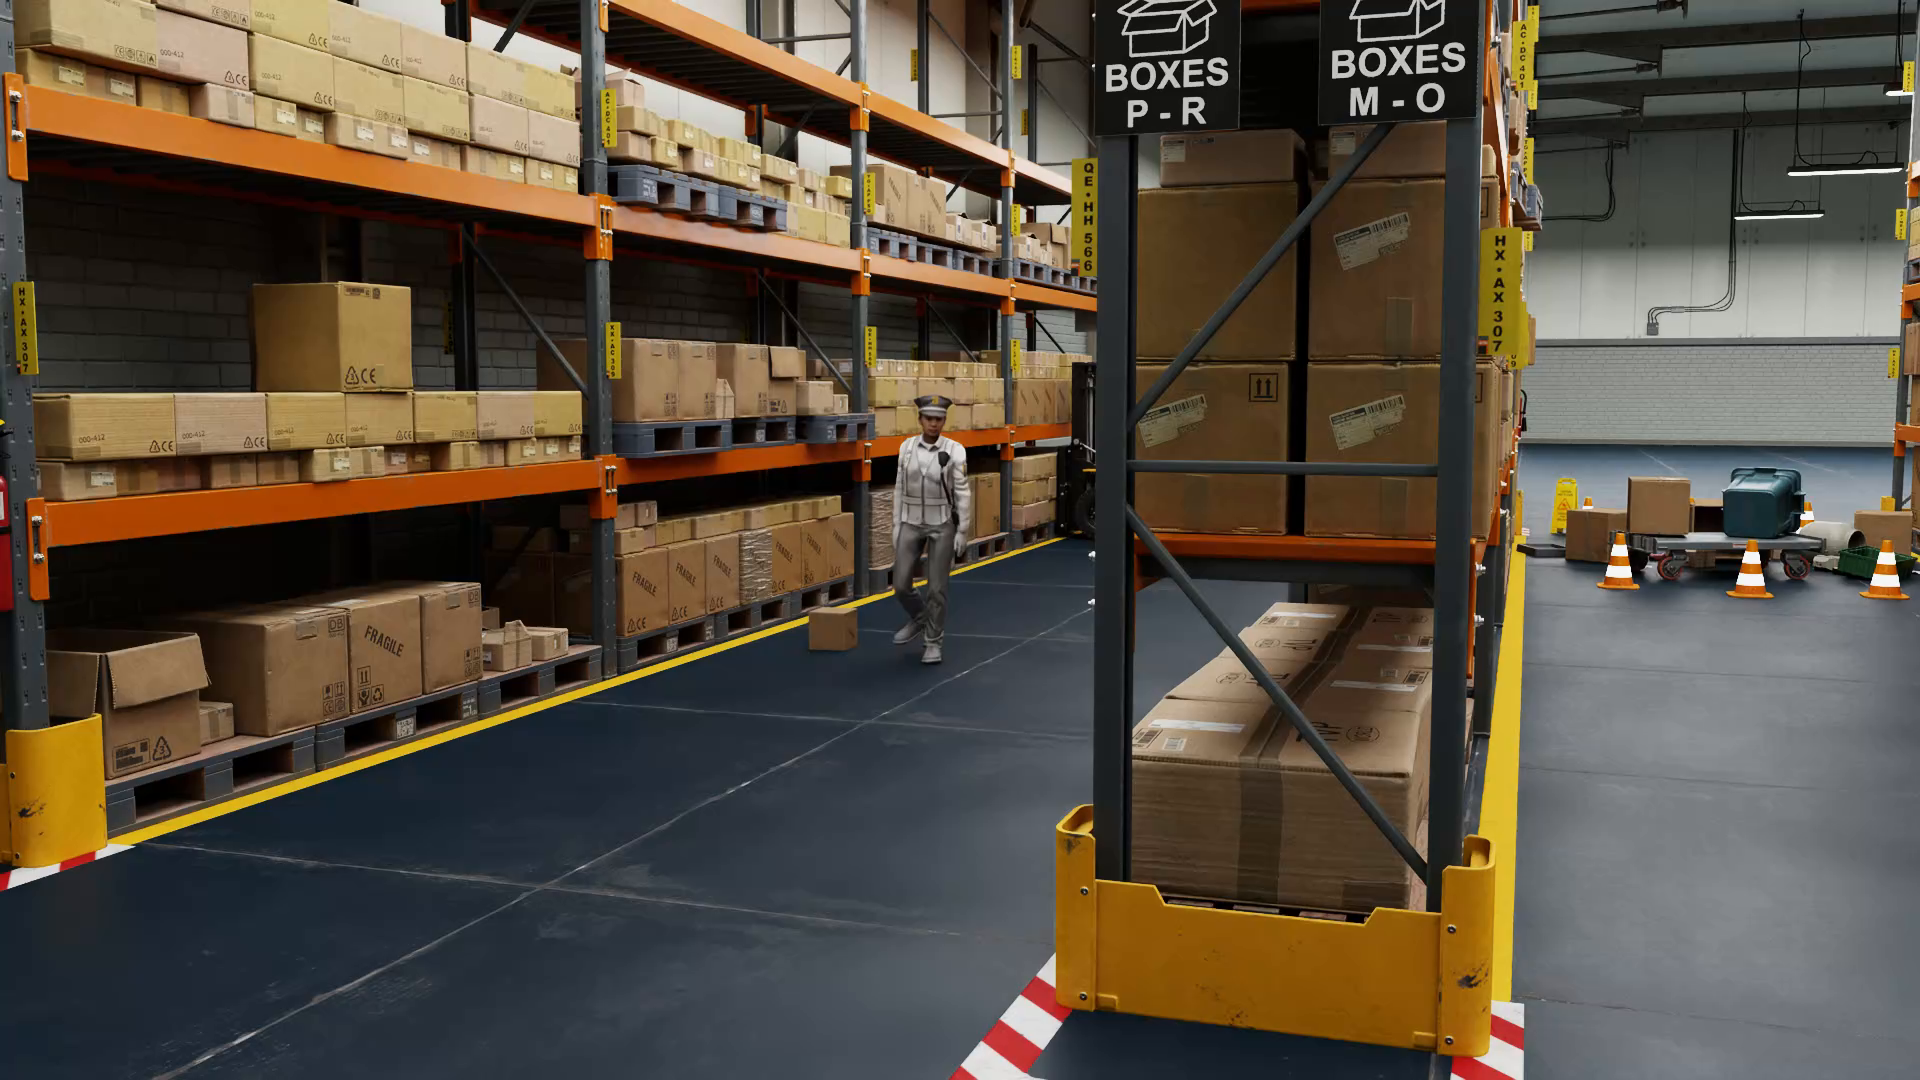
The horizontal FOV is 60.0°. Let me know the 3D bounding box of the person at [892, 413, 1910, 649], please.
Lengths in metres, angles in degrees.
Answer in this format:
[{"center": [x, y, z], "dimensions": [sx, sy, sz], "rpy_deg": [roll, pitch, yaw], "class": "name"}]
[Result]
[{"center": [3.673, -0.479, 11.956], "dimensions": [7.393, 2.202, 5.191], "rpy_deg": [1, 5, 12], "class": "person"}]
